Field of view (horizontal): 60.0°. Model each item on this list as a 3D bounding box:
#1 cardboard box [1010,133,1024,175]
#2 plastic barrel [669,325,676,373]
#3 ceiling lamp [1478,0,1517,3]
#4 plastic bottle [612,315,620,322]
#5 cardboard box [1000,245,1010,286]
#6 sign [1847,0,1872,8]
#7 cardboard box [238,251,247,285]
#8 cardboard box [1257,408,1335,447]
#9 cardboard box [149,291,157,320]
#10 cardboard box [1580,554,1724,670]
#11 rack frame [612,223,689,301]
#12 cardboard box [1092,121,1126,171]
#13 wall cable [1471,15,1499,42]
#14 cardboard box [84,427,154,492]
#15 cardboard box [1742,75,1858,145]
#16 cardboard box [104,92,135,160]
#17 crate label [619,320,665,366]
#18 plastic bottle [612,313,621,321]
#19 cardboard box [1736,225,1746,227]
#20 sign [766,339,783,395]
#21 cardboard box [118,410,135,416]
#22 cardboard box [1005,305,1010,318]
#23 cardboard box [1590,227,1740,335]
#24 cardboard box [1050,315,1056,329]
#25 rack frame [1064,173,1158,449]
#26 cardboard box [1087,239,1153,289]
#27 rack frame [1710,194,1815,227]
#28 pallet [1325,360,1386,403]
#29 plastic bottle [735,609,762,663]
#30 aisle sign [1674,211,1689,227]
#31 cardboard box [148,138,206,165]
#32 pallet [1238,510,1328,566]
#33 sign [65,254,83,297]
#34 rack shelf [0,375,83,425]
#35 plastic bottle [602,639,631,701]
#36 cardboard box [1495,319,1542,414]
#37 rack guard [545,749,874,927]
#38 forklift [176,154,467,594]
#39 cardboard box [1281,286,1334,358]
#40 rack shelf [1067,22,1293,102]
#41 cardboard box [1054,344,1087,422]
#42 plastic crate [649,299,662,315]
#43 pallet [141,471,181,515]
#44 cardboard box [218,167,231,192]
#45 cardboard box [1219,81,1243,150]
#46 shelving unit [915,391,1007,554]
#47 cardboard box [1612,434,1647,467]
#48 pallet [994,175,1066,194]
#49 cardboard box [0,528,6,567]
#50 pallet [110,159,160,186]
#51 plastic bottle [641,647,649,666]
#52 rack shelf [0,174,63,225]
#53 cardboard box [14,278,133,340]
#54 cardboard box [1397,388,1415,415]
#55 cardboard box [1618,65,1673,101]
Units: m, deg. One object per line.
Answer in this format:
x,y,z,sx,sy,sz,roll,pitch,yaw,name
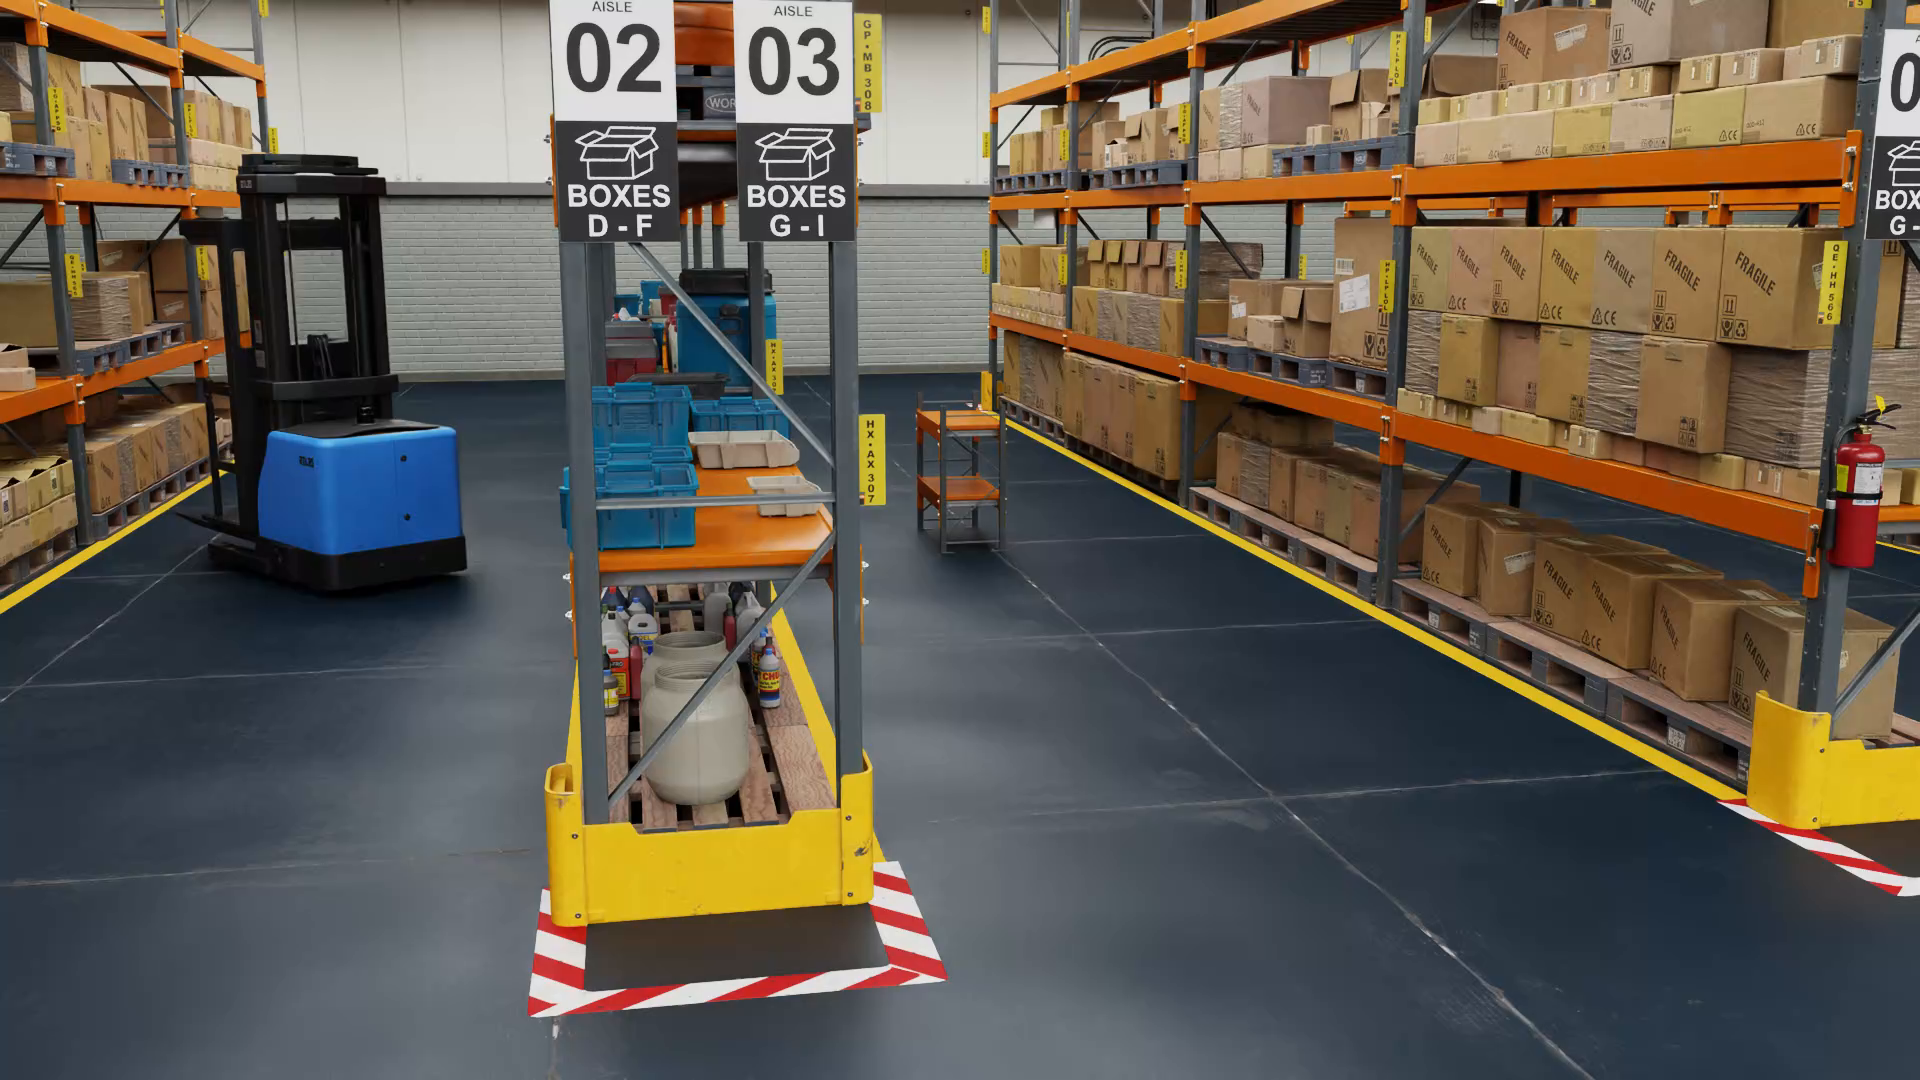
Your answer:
1.034,-4.822,20.828,0.700,0.500,0.500,-3,11,-13,cardboard box
-1.921,-1.394,12.201,0.421,0.512,0.421,0,11,0,plastic barrel
7.710,-9.824,25.132,2.000,3.185,0.800,-2,11,-11,ceiling lamp
-3.122,-1.872,15.143,0.144,0.351,0.185,-2,11,-11,plastic bottle
0.815,-3.496,21.143,0.500,0.500,0.500,-2,11,-12,cardboard box
3.453,-2.202,6.355,0.100,0.325,0.005,-2,11,-11,sign
-8.168,-3.072,18.374,0.500,0.500,0.500,-2,11,-9,cardboard box
2.718,-0.915,13.487,0.500,0.250,0.500,-1,11,-5,cardboard box
-8.399,-2.283,16.902,0.500,0.500,0.500,-2,11,-10,cardboard box
3.643,0.372,8.781,0.500,0.500,0.500,-1,11,-6,cardboard box
-3.969,-3.065,21.276,1.000,3.000,0.127,-2,11,-11,rack frame
1.790,-4.134,17.482,0.700,0.500,0.500,-2,11,-10,cardboard box
9.966,-7.612,29.124,2.355,3.000,0.029,-2,11,-11,wall cable
-7.281,-0.688,14.298,0.500,0.500,0.500,-2,11,-12,cardboard box
3.658,-1.789,6.954,0.500,0.250,0.500,-2,11,-10,cardboard box
-7.872,-3.713,15.001,0.600,0.600,0.600,-2,11,-12,cardboard box
-2.485,-1.423,12.555,0.502,0.435,0.616,-2,11,-11,crate label
-3.184,-1.931,15.450,0.144,0.351,0.185,-2,11,-11,plastic bottle
10.646,-4.151,22.305,0.380,0.149,0.250,-2,11,-10,cardboard box
-1.093,-1.018,9.782,0.100,0.325,0.005,-2,11,-11,sign
-8.081,-0.945,15.647,0.500,0.500,0.500,-2,11,-10,cardboard box
0.788,-2.903,21.096,0.380,0.149,0.250,-2,11,-12,cardboard box
3.454,-1.272,8.120,0.500,0.500,0.500,-2,11,-11,cardboard box
1.236,-2.479,18.871,0.380,0.149,0.250,-2,11,-10,cardboard box
1.668,-2.511,18.368,1.000,3.000,0.127,-2,11,-11,rack frame
1.800,-2.936,17.651,0.797,0.503,0.637,-2,11,-12,cardboard box
7.330,-1.939,15.364,1.000,3.000,0.127,-2,11,-11,rack frame
3.218,-1.095,11.441,1.003,0.211,1.213,-2,11,-11,pallet
-1.099,0.490,8.708,0.152,0.276,0.135,-2,11,-10,plastic bottle
10.312,-4.885,23.887,0.394,0.787,0.004,-2,11,-11,aisle sign
-7.901,-3.895,16.682,0.500,0.250,0.500,-2,11,-11,cardboard box
2.830,-0.041,12.848,1.003,0.211,1.213,-2,11,-11,pallet
-6.729,-2.008,12.626,0.100,0.325,0.005,-2,11,-11,sign
-6.883,-0.698,10.765,1.077,0.370,4.000,-2,11,-11,rack shelf
-1.666,0.624,8.006,0.152,0.276,0.135,-2,11,-11,plastic bottle
3.509,-0.973,9.226,0.875,0.500,0.500,-2,11,-11,cardboard box
-0.918,1.085,6.157,1.175,0.500,0.348,-2,11,-11,rack guard
-4.892,-1.291,12.141,3.031,2.935,1.130,10,15,43,forklift
2.796,-1.616,12.263,0.797,0.503,0.637,-1,11,-5,cardboard box
2.057,-4.542,15.985,1.077,0.370,4.000,-2,11,-11,rack shelf
1.618,-1.798,19.179,0.875,0.875,0.875,-2,11,-11,cardboard box
-3.307,-2.589,18.934,0.437,0.282,0.530,-2,11,-11,plastic crate
-7.614,-0.410,14.785,1.003,0.211,1.213,-2,11,-11,pallet
-8.091,-3.833,17.693,0.500,0.250,0.500,-2,11,-11,cardboard box
2.380,-3.357,13.186,0.500,0.500,0.500,-2,11,-11,cardboard box
-0.001,-0.554,13.098,0.538,1.125,1.048,-2,11,-11,shelving unit
3.484,-0.460,8.265,0.380,0.149,0.250,-2,11,-11,cardboard box
1.044,-4.539,21.238,1.003,0.211,1.213,-2,11,-11,pallet
-6.629,0.095,10.906,0.500,0.250,0.500,-2,11,-10,cardboard box
-7.788,-3.221,14.576,1.213,0.211,1.003,-2,11,-11,pallet
-1.575,0.627,8.189,0.097,0.201,0.097,0,11,0,plastic bottle
-6.883,-2.171,10.484,1.077,0.370,4.000,-2,11,-11,rack shelf
-7.496,-1.960,14.079,0.700,0.500,0.500,0,11,0,cardboard box
2.970,-0.870,10.418,0.380,0.149,0.250,-2,11,-11,cardboard box
3.395,-2.185,7.964,0.380,0.149,0.250,-3,11,-14,cardboard box
